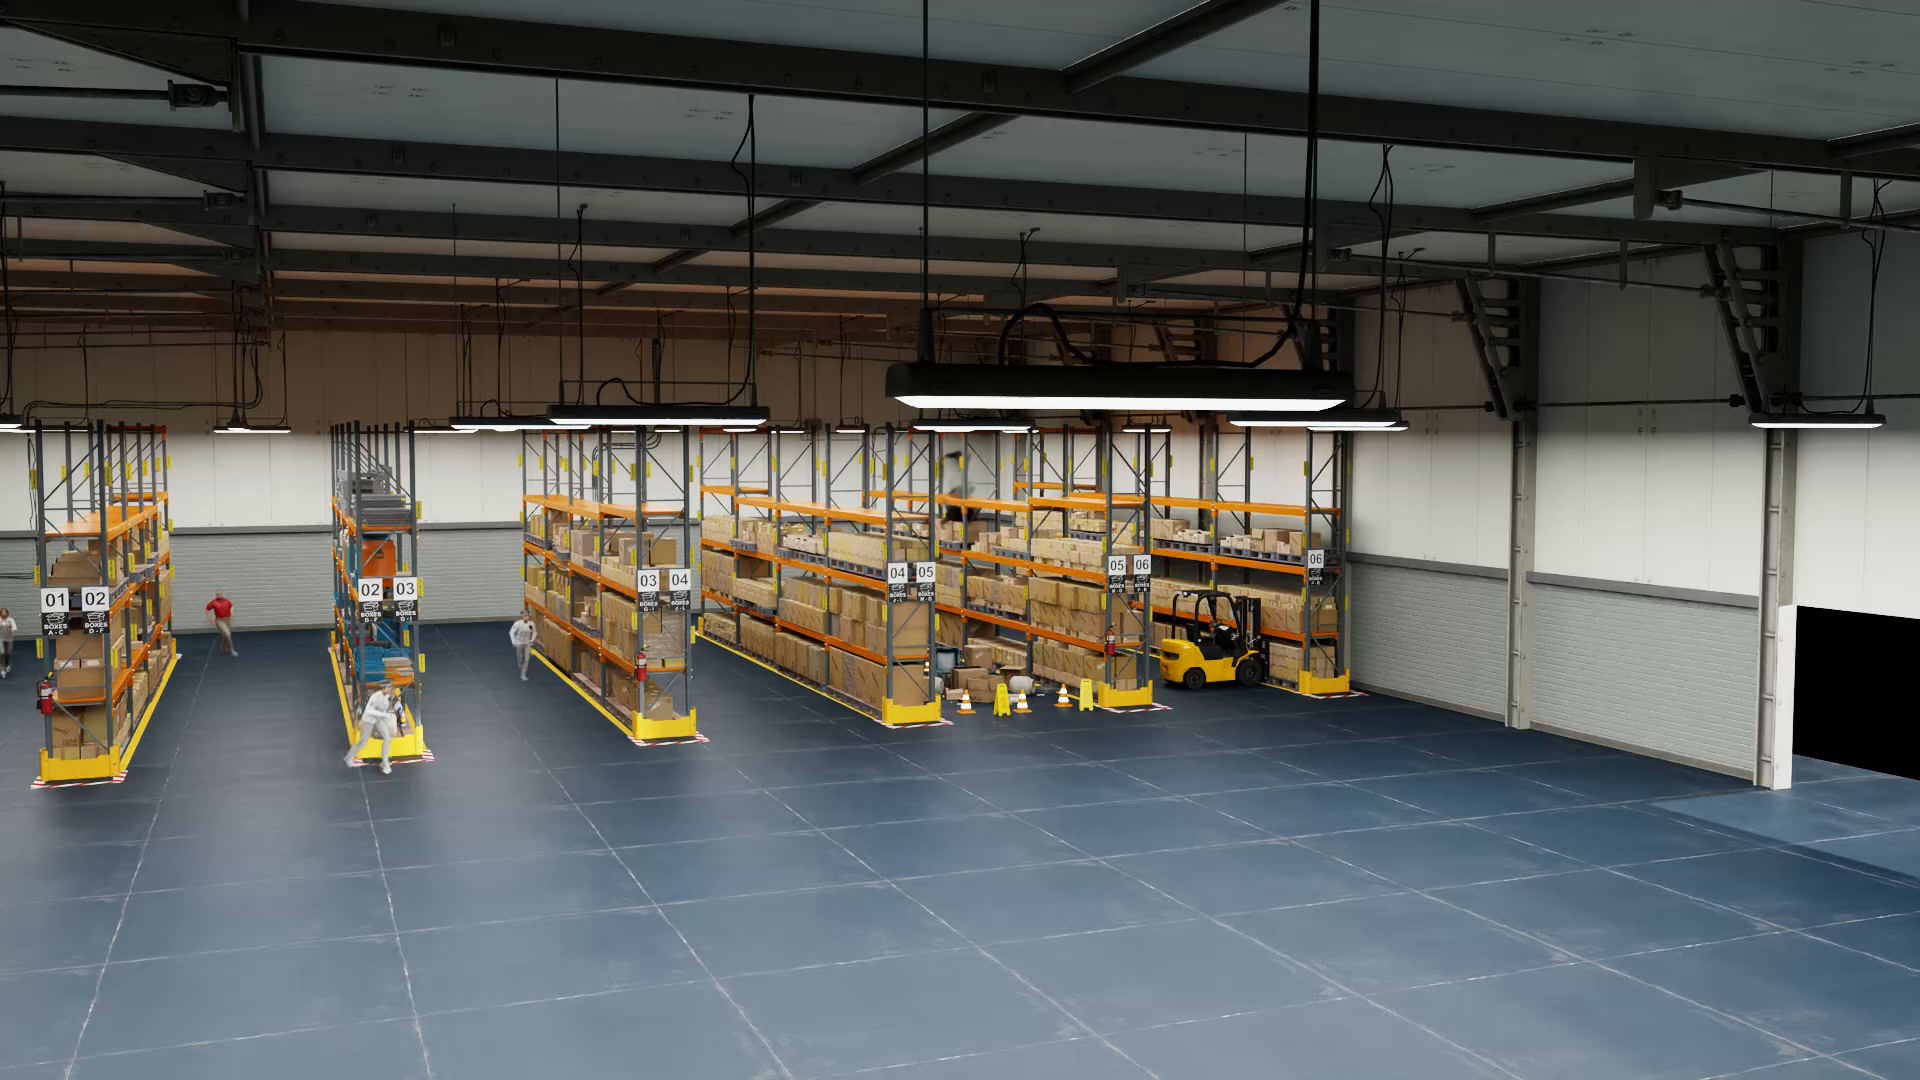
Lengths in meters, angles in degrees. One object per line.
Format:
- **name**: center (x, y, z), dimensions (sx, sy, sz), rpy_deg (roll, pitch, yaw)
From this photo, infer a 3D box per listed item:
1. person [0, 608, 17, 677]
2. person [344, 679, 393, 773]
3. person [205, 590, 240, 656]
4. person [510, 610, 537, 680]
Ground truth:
- **person**: center (-22.825, 2.426, 39.729), dimensions (0.522, 1.624, 0.808), rpy_deg (-2, 4, -33)
- **person**: center (-10.089, 3.187, 28.416), dimensions (0.951, 1.635, 0.651), rpy_deg (1, 4, 15)
- **person**: center (-19.204, 2.164, 43.345), dimensions (0.856, 1.716, 0.712), rpy_deg (2, 4, 34)
- **person**: center (-10.322, 2.470, 39.332), dimensions (0.636, 1.668, 0.751), rpy_deg (-1, 4, -23)
